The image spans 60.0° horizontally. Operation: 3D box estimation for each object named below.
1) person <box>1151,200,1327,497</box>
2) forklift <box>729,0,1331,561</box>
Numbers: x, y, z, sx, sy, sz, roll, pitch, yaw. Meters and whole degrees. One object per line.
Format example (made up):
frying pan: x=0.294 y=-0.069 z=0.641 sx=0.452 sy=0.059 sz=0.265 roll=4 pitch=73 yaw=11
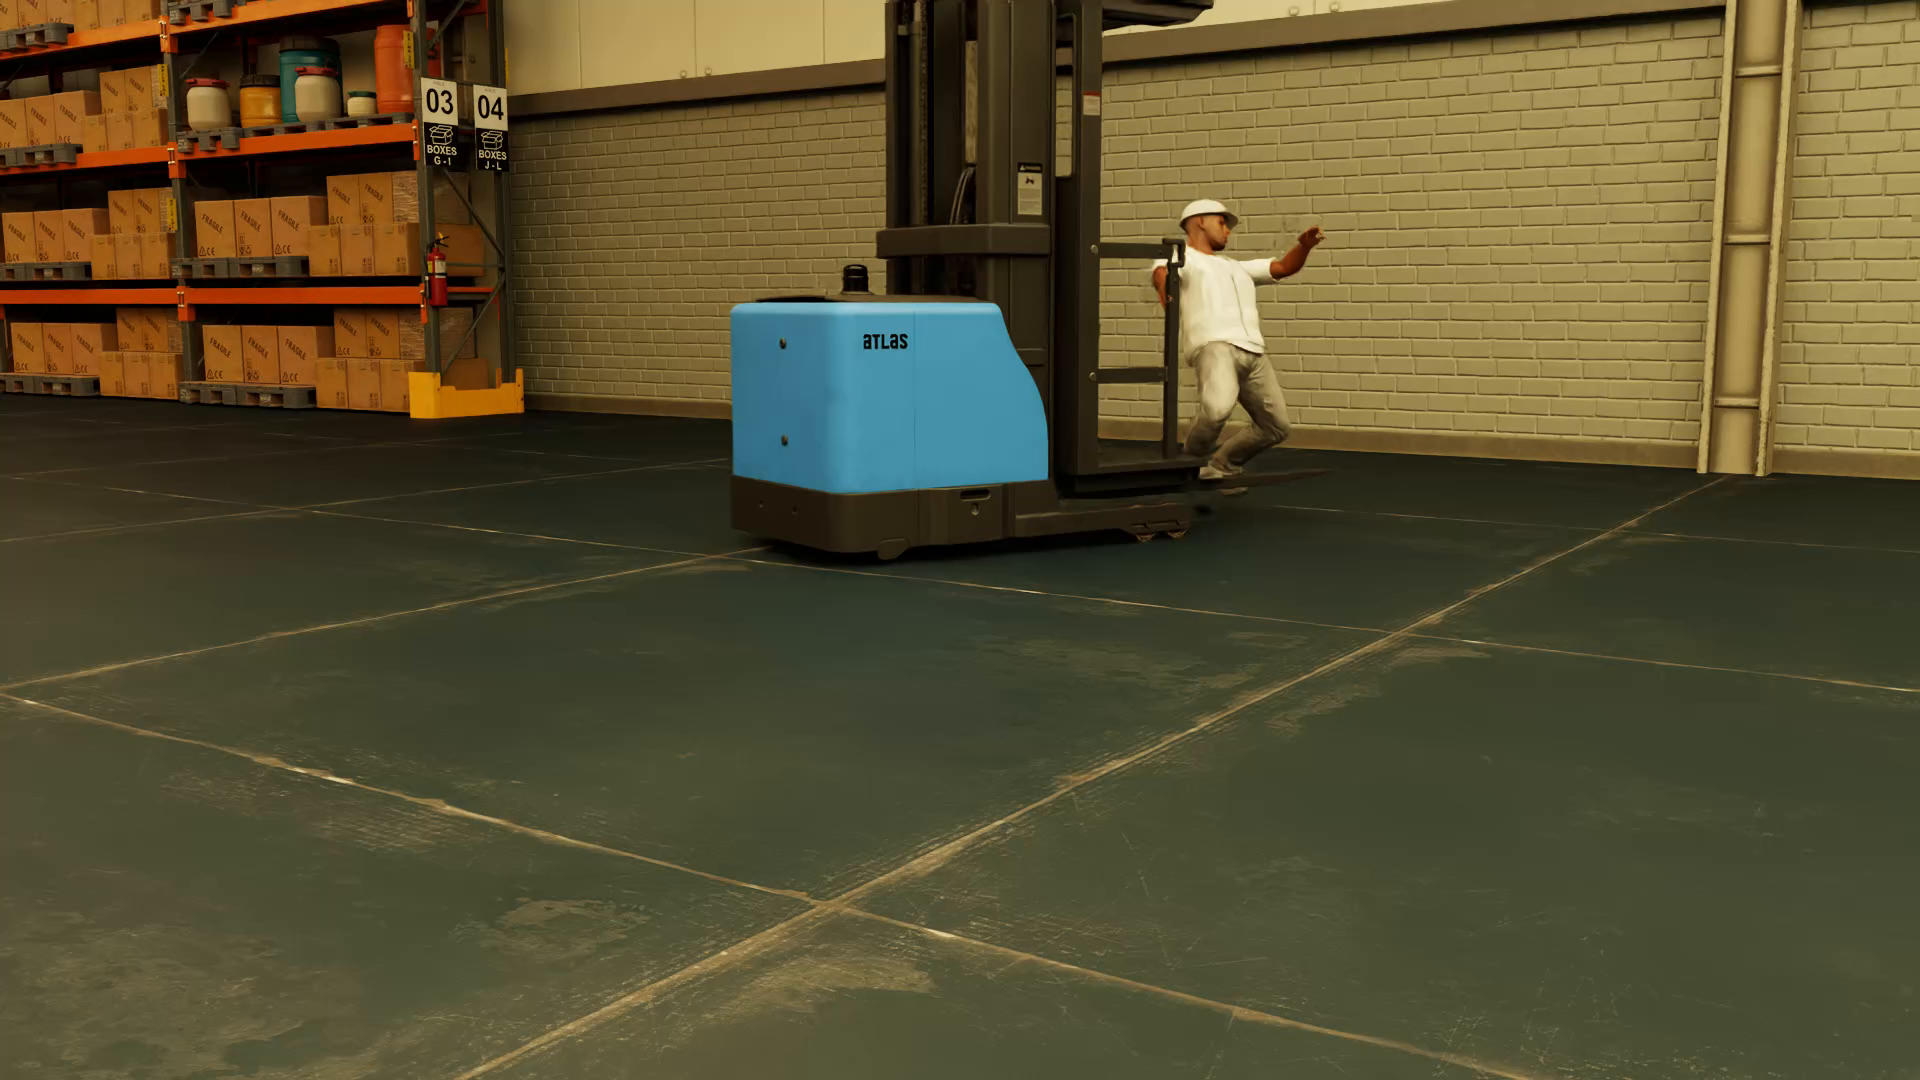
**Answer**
person: x=1.234 y=-0.903 z=8.028 sx=1.065 sy=1.502 sz=0.834 roll=-7 pitch=11 yaw=-42
forklift: x=0.467 y=-1.503 z=7.762 sx=3.031 sy=2.935 sz=1.130 roll=-6 pitch=10 yaw=-34
